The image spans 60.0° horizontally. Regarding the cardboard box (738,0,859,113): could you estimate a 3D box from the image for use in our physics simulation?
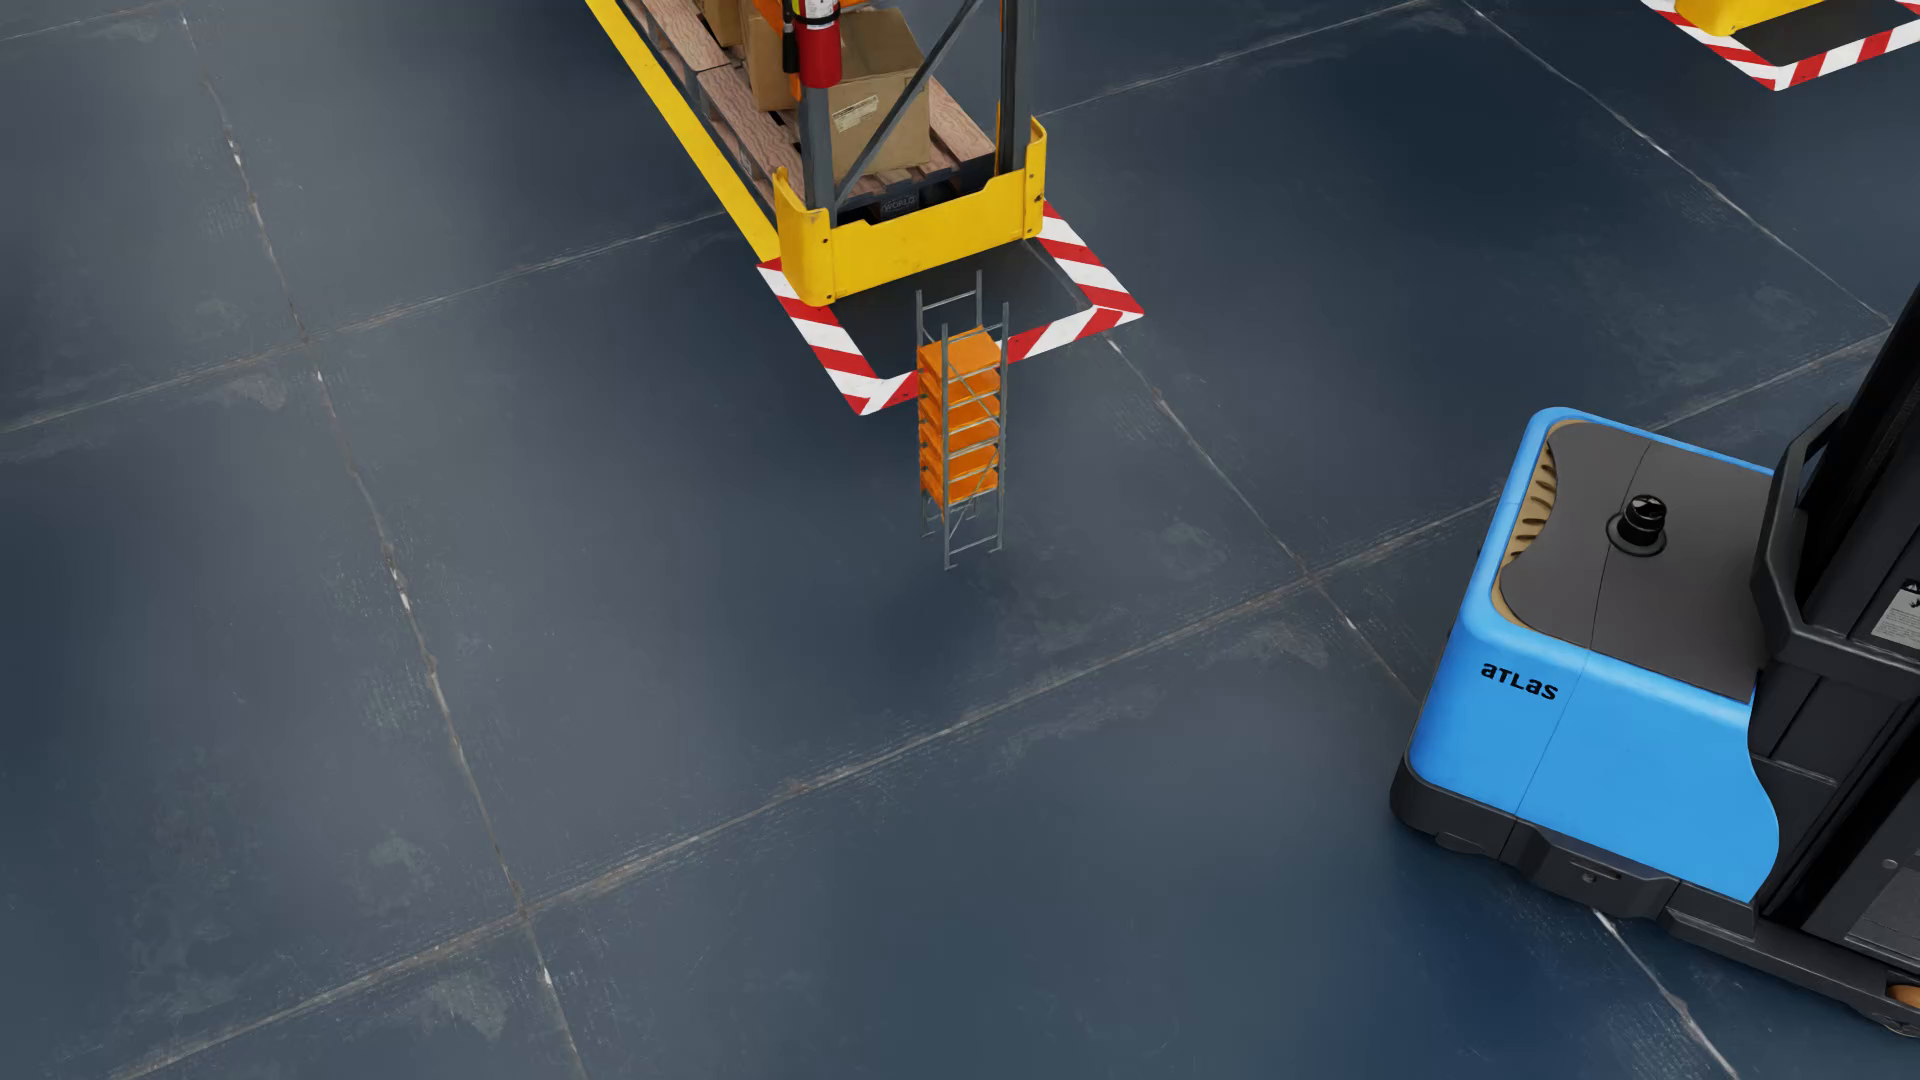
[{"bbox_3d":[-0.745,-2.361,7.704,0.500,0.500,0.500,-9,49,-8],"label":"cardboard box"}]

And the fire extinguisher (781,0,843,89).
[{"bbox_3d":[-0.527,-1.973,6.034,0.296,0.674,0.183,-21,52,-18],"label":"fire extinguisher"}]

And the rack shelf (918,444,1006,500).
[{"bbox_3d":[0.007,-0.277,5.914,0.258,0.103,0.180,-21,52,-18],"label":"rack shelf"}]

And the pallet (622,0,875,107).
[{"bbox_3d":[-1.099,-2.738,8.505,1.003,0.211,1.213,-21,52,-18],"label":"pallet"}]

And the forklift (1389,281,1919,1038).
[{"bbox_3d":[2.953,0.115,4.203,3.031,2.935,1.130,20,52,17],"label":"forklift"}]

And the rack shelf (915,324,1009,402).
[{"bbox_3d":[0.007,-0.593,5.552,0.258,0.103,0.180,-21,52,-18],"label":"rack shelf"}]

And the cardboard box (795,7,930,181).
[{"bbox_3d":[-0.441,-1.973,7.364,0.500,0.500,0.500,-13,50,-11],"label":"cardboard box"}]

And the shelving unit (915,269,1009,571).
[{"bbox_3d":[0.007,-0.385,5.790,0.258,1.200,0.189,-21,52,-18],"label":"shelving unit"}]

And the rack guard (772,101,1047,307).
[{"bbox_3d":[-0.205,-1.462,7.196,1.175,0.500,0.348,-21,52,-18],"label":"rack guard"}]

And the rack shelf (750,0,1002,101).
[{"bbox_3d":[-1.085,-3.336,7.653,1.077,0.370,4.000,-21,52,-18],"label":"rack shelf"}]

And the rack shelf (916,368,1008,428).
[{"bbox_3d":[0.007,-0.514,5.643,0.258,0.103,0.180,-21,52,-18],"label":"rack shelf"}]

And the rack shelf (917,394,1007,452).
[{"bbox_3d":[0.007,-0.435,5.733,0.258,0.103,0.180,-21,52,-18],"label":"rack shelf"}]

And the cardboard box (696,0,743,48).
[{"bbox_3d":[-1.015,-2.787,8.076,0.500,0.500,0.500,-17,51,-14],"label":"cardboard box"}]

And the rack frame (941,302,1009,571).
[{"bbox_3d":[0.049,-0.324,5.736,0.240,1.200,0.006,-21,52,-18],"label":"rack frame"}]

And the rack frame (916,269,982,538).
[{"bbox_3d":[-0.035,-0.447,5.843,0.240,1.200,0.006,-21,52,-18],"label":"rack frame"}]

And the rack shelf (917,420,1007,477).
[{"bbox_3d":[0.007,-0.356,5.823,0.258,0.103,0.180,-21,52,-18],"label":"rack shelf"}]

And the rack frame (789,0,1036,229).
[{"bbox_3d":[-0.170,-2.234,6.211,1.000,3.000,0.127,-21,52,-18],"label":"rack frame"}]

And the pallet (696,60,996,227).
[{"bbox_3d":[-0.545,-1.923,7.791,1.003,0.211,1.213,-21,52,-18],"label":"pallet"}]

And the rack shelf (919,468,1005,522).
[{"bbox_3d":[0.007,-0.198,6.004,0.258,0.103,0.180,-21,52,-18],"label":"rack shelf"}]

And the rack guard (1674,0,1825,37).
[{"bbox_3d":[4.297,-3.036,8.573,1.175,0.500,0.348,-21,52,-18],"label":"rack guard"}]
